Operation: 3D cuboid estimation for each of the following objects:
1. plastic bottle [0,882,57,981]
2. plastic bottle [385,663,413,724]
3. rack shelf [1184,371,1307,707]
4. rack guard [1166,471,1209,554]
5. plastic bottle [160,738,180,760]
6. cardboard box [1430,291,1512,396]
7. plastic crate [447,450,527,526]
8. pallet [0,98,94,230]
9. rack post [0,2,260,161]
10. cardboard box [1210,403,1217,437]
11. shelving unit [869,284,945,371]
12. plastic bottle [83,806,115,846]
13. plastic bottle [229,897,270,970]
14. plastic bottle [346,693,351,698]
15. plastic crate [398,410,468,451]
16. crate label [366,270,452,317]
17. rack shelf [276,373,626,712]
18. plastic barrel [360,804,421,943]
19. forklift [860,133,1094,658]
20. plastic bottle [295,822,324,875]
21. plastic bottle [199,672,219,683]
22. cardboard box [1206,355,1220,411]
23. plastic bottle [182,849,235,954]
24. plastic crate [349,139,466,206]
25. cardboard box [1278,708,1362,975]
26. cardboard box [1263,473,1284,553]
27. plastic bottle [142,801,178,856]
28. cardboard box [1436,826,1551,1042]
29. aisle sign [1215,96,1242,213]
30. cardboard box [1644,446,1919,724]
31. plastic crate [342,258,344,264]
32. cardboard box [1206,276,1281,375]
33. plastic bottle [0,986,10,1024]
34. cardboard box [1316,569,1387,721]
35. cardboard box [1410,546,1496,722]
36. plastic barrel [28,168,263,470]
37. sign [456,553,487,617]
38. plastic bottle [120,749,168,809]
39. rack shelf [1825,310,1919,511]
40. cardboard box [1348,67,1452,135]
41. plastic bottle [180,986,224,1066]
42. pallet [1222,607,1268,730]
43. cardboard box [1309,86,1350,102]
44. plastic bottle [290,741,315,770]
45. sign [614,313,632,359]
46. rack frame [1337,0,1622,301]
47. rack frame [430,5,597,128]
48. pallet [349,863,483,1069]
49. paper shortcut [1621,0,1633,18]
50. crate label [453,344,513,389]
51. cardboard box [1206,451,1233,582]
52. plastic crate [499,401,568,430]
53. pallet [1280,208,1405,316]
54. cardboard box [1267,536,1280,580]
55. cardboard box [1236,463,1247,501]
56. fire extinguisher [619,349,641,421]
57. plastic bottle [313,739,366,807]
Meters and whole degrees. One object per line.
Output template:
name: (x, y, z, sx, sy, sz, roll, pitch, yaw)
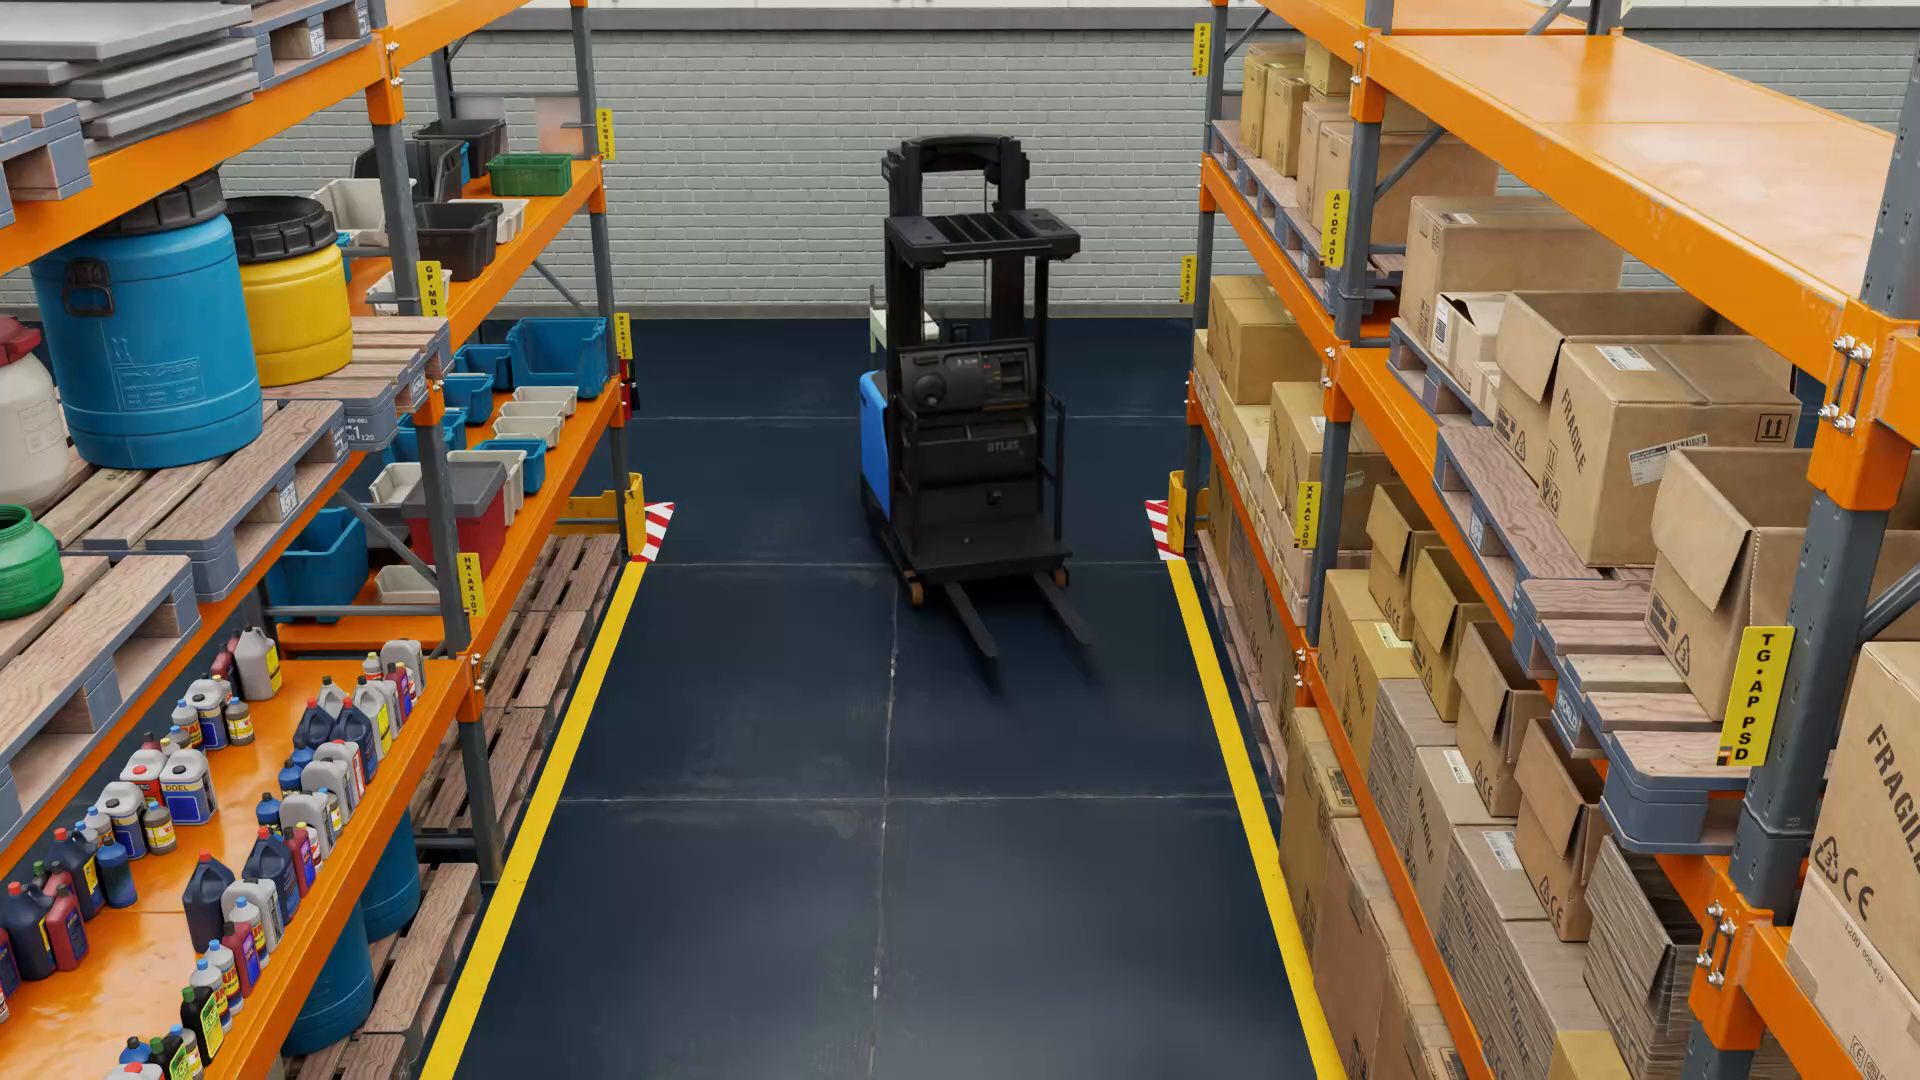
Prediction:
plastic bottle: (-3.171, 1.306, 5.665, 0.144, 0.351, 0.185, 0, 24, -1)
plastic bottle: (-2.435, 0.646, 7.206, 0.061, 0.283, 0.133, 0, 24, -1)
rack shelf: (2.120, -0.182, 9.768, 1.077, 0.370, 4.000, 0, 24, -1)
rack guard: (2.098, -0.205, 11.979, 1.175, 0.500, 0.348, 0, 24, -1)
plastic bottle: (-3.207, 0.899, 6.747, 0.097, 0.201, 0.097, 0, 24, 0)
cardboard box: (2.064, -0.750, 6.111, 0.500, 0.311, 0.500, -1, 24, -2)
plastic crate: (-2.643, -0.266, 9.154, 0.437, 0.282, 0.530, 0, 24, -1)
pallet: (-2.744, -0.777, 3.647, 1.213, 0.211, 1.003, 0, 24, -1)
rack post: (-2.661, -1.335, 4.772, 0.937, 0.300, 0.954, 2, 24, 5)
cardboard box: (1.784, -0.753, 10.462, 0.380, 0.149, 0.250, -1, 24, -1)
shelving unit: (-0.411, -1.167, 12.894, 0.431, 1.500, 0.755, -6, 25, -13)
plastic bottle: (-3.200, 1.113, 6.189, 0.097, 0.271, 0.097, 0, 24, 0)
plastic bottle: (-2.435, 1.340, 5.686, 0.097, 0.271, 0.097, 0, 24, 0)
plastic bottle: (-2.604, 0.747, 7.082, 0.097, 0.201, 0.097, 0, 24, 0)
plastic crate: (-3.166, -0.617, 9.987, 0.416, 0.233, 0.300, 0, 24, -1)
crate label: (-2.527, -1.113, 7.633, 0.293, 0.136, 0.466, 0, 24, -1)
rack shelf: (-2.832, -0.159, 9.719, 1.077, 0.370, 4.000, 0, 24, -1)
plastic barrel: (-2.822, 1.326, 7.598, 0.600, 0.901, 0.708, 0, 24, -1)
forklift: (0.114, -1.065, 10.932, 1.130, 2.935, 3.031, -6, 25, -13)
plastic bottle: (-2.441, 1.145, 6.202, 0.097, 0.201, 0.097, 0, 24, 0)
plastic bottle: (-3.211, 0.691, 7.121, 0.097, 0.271, 0.097, 0, 24, 0)
cardboard box: (1.846, -0.988, 10.498, 0.500, 0.250, 0.500, -1, 24, -1)
plastic bottle: (-2.612, 1.247, 5.797, 0.144, 0.351, 0.185, 0, 24, -1)
plastic crate: (-3.112, -2.019, 9.393, 0.504, 0.338, 0.767, 0, 24, -1)
cardboard box: (2.169, 1.355, 7.566, 1.225, 0.875, 0.875, 0, 24, 0)
cardboard box: (1.867, -0.147, 8.638, 0.500, 0.250, 0.500, 0, 24, 1)
plastic bottle: (-3.049, 1.089, 6.327, 0.097, 0.201, 0.097, 0, 24, 0)
cardboard box: (1.924, 1.296, 5.507, 0.500, 0.500, 0.500, -1, 24, -2)
aisle sign: (1.798, -2.546, 10.969, 0.394, 0.787, 0.004, 0, 24, -1)
cardboard box: (2.107, 0.107, 3.982, 0.797, 0.503, 0.637, 1, 24, 3)
plastic crate: (-3.117, -1.106, 7.557, 0.450, 0.188, 0.662, 0, 24, -1)
cardboard box: (1.839, -1.337, 10.362, 0.500, 0.500, 0.500, -1, 24, -2)
plastic bottle: (-3.191, 1.487, 5.446, 0.097, 0.201, 0.097, 0, 24, 0)
cardboard box: (1.897, 0.460, 7.355, 0.500, 0.500, 0.500, 0, 24, 0)
cardboard box: (2.153, 0.358, 6.363, 0.797, 0.503, 0.637, 0, 24, 0)
plastic barrel: (-2.639, -0.747, 5.387, 0.600, 0.901, 0.708, 0, 24, -1)
sign: (-2.261, 0.209, 7.695, 0.100, 0.325, 0.005, 0, 24, -1)
plastic bottle: (-3.176, 0.967, 6.505, 0.152, 0.276, 0.135, 0, 24, -1)
rack shelf: (2.208, 0.564, 1.326, 1.077, 0.370, 4.000, 0, 24, -1)
cardboard box: (2.138, -2.064, 7.754, 0.500, 0.250, 0.500, -2, 24, -4)
plastic bottle: (-2.412, 1.517, 5.280, 0.061, 0.283, 0.133, 0, 24, -1)
pallet: (2.196, 0.768, 10.180, 1.003, 0.211, 1.213, 0, 24, -1)
cardboard box: (2.208, -2.094, 8.732, 0.700, 0.500, 0.500, 1, 24, 2)
plastic bottle: (-2.598, 0.923, 6.609, 0.097, 0.271, 0.097, 0, 24, 0)
sign: (-2.304, -1.395, 11.379, 0.100, 0.325, 0.005, 0, 24, -1)
rack frame: (2.142, -2.419, 6.561, 1.000, 3.000, 0.127, 0, 24, -1)
rack frame: (-2.854, -4.045, 10.157, 1.000, 3.000, 0.127, 0, 24, -1)
pallet: (-2.844, 1.926, 7.620, 1.003, 0.211, 1.213, 0, 24, -1)
paper shortcut: (1.646, -1.376, 4.086, 0.009, 0.170, 0.078, 9, -7, -5)
crate label: (-3.181, -1.159, 11.187, 0.416, 0.233, 0.303, 0, 24, -1)
cardboard box: (2.185, -0.294, 11.211, 0.875, 0.875, 0.875, 0, 24, -1)
plastic crate: (-2.676, -0.764, 10.429, 0.396, 0.136, 0.243, 0, 24, -1)
pallet: (2.144, -1.349, 7.943, 1.003, 0.211, 1.213, 0, 24, -1)
cardboard box: (1.806, 0.093, 8.592, 0.380, 0.149, 0.250, -1, 24, -1)
cardboard box: (1.795, -0.330, 9.527, 0.380, 0.149, 0.250, 0, 24, 0)
fire extinguisher: (-2.401, -1.170, 11.628, 0.296, 0.674, 0.183, 0, 24, -1)
plastic bottle: (-2.474, 0.913, 6.626, 0.152, 0.276, 0.135, 0, 24, -1)
